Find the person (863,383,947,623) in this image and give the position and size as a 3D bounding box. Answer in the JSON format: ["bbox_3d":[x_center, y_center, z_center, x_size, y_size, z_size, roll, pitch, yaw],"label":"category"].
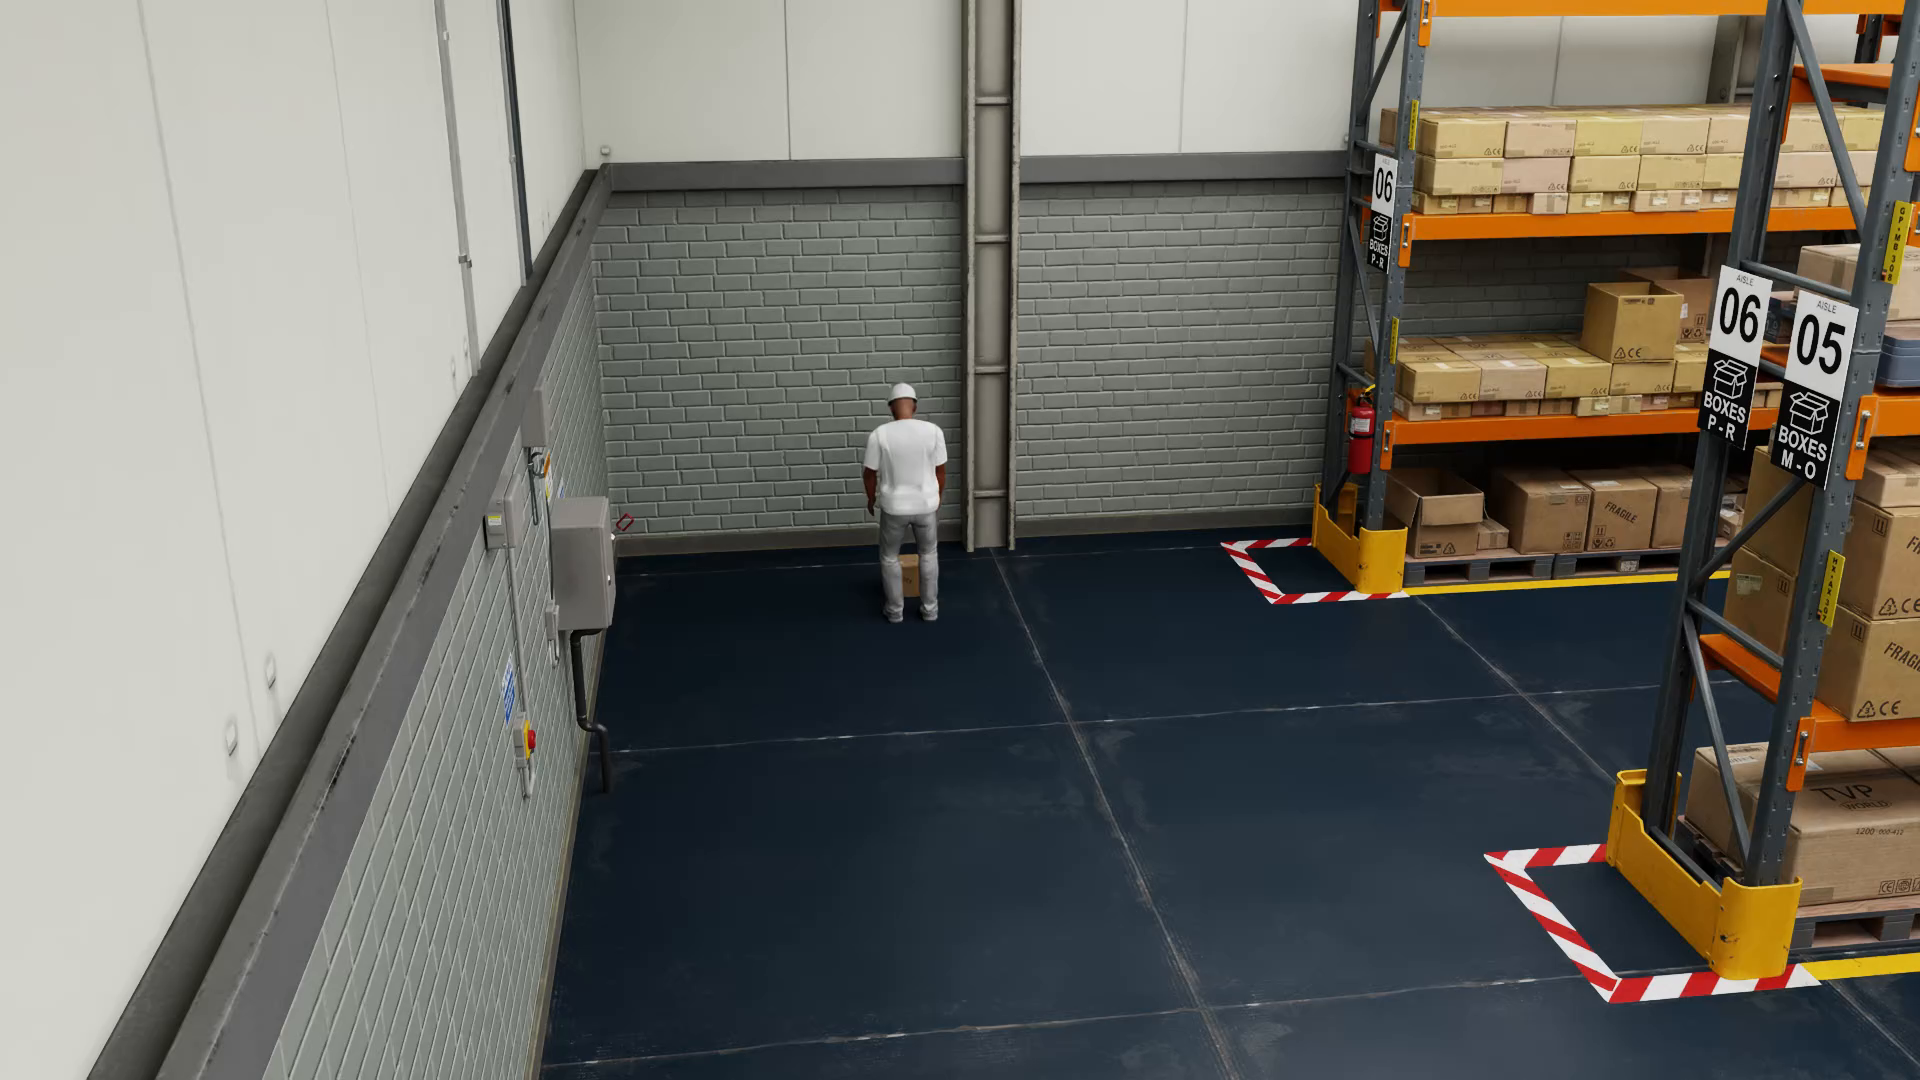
[{"bbox_3d":[-0.390,-0.258,11.826,0.591,1.718,0.453,-2,20,-6],"label":"person"}]
